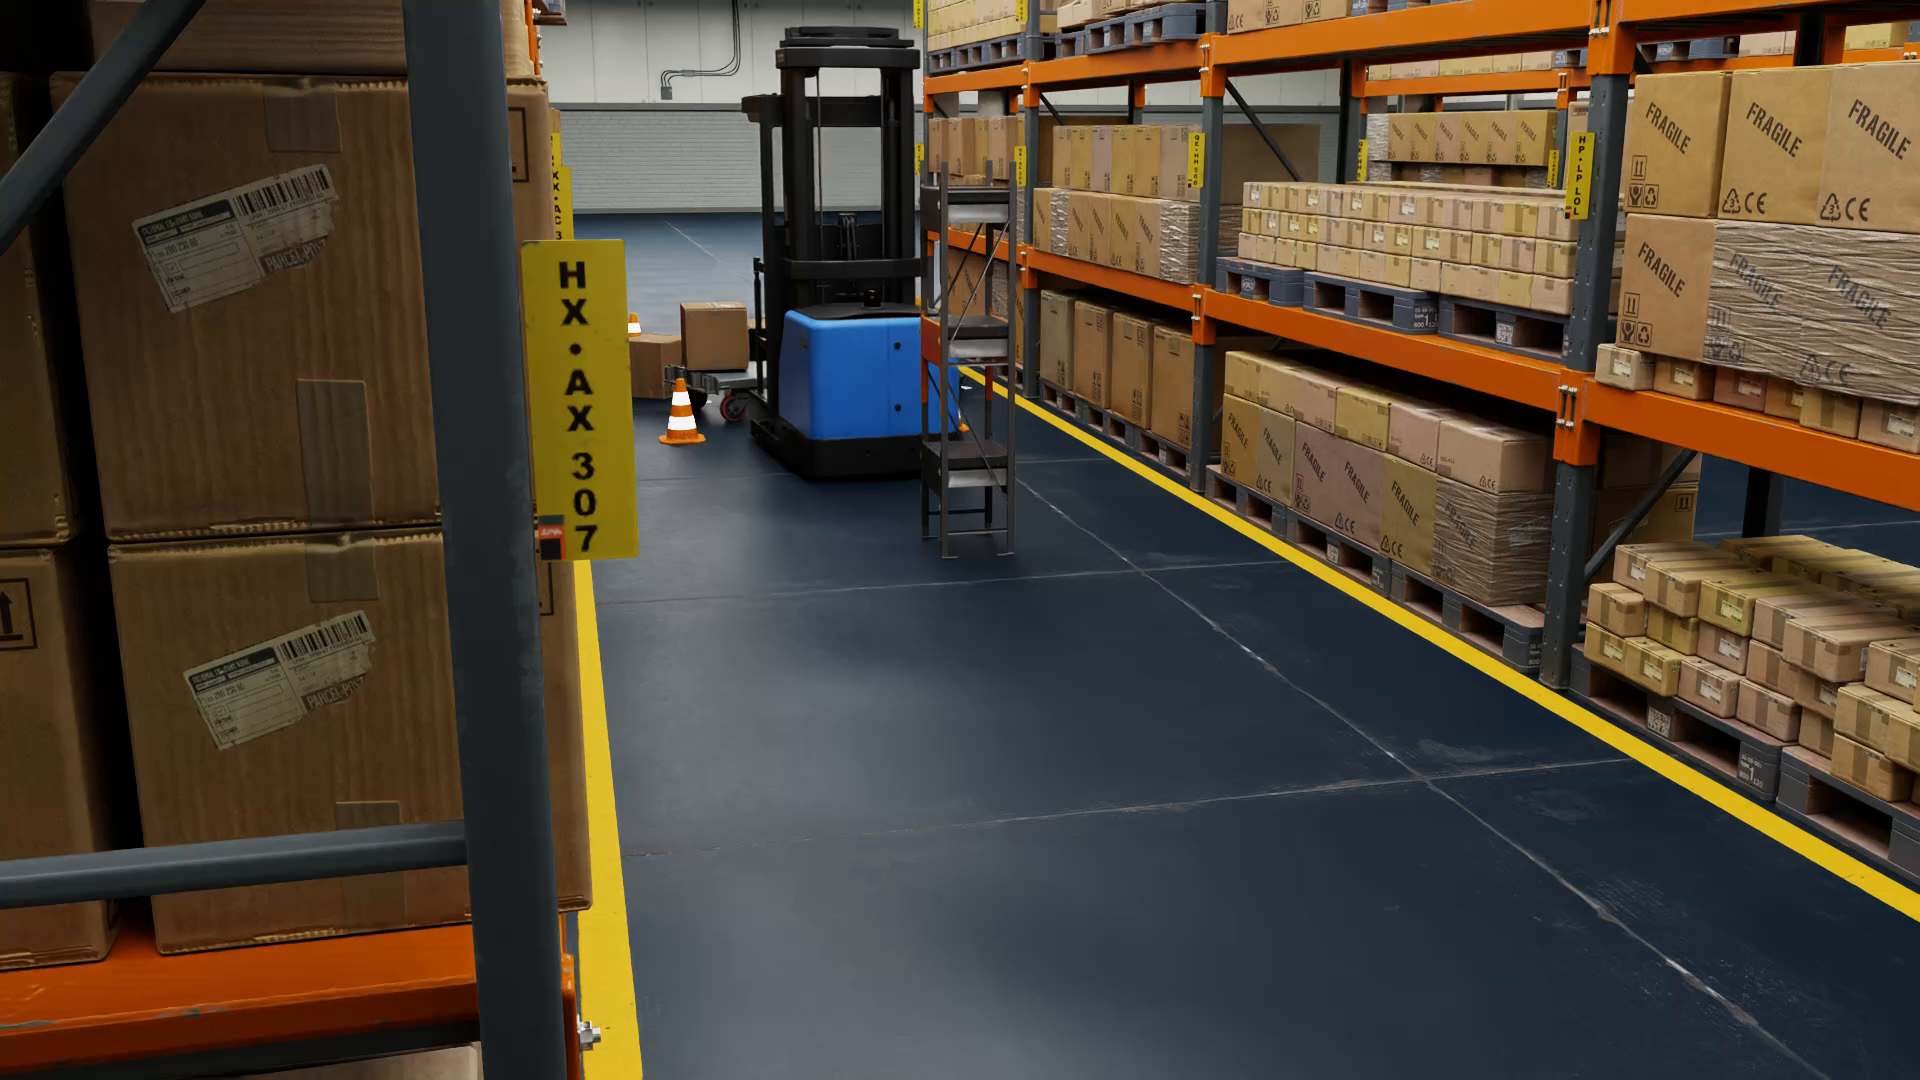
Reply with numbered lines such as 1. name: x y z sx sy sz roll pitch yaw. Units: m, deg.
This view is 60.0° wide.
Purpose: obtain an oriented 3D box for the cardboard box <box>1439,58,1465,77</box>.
1. cardboard box: 5.180 -4.799 16.745 0.500 0.250 0.500 -3 14 -12

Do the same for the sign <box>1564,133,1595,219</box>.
1. sign: 2.386 -1.402 6.407 0.100 0.325 0.005 -3 14 -13

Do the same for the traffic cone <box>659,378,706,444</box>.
1. traffic cone: -2.090 -0.978 12.453 0.336 0.463 0.334 -3 14 -13

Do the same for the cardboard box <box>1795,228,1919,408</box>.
1. cardboard box: 3.003 -0.704 5.152 0.500 0.500 0.500 -4 14 -14

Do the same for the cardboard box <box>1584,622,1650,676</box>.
1. cardboard box: 2.698 0.411 6.546 0.380 0.149 0.250 -4 14 -16

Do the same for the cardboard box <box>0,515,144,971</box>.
1. cardboard box: -1.294 0.205 2.056 0.500 0.500 0.500 -3 14 -13

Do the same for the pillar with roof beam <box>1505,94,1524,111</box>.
1. pillar with roof beam: 10.580 -12.819 42.936 9.100 9.000 0.400 -3 14 -13

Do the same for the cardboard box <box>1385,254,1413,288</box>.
1. cardboard box: 2.330 -1.334 8.213 0.380 0.149 0.250 -3 14 -11

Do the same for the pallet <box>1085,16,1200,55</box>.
1. pallet: 1.517 -3.563 11.769 1.003 0.211 1.213 -3 14 -11

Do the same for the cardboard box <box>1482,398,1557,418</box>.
1. cardboard box: 2.881 -0.533 8.092 0.500 0.250 0.500 -3 14 -12

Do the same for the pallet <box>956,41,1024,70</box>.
1. pallet: 0.581 -4.601 15.807 1.003 0.211 1.213 -3 14 -13

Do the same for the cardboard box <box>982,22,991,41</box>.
1. cardboard box: 0.411 -4.605 15.070 0.380 0.149 0.250 -3 14 -12

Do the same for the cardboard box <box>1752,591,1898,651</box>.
1. cardboard box: 3.002 0.293 5.777 0.380 0.149 0.250 -4 14 -15

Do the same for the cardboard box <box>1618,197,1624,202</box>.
1. cardboard box: 3.150 -1.482 7.565 0.380 0.149 0.250 -3 14 -13

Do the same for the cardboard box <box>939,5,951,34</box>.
1. cardboard box: 0.091 -5.179 16.577 0.500 0.250 0.500 -3 14 -14

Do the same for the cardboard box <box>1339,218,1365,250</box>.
1. cardboard box: 2.208 -1.601 8.678 0.380 0.149 0.250 -3 14 -14

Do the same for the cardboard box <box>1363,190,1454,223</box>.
1. cardboard box: 2.271 -1.687 8.403 0.380 0.149 0.250 -3 14 -14

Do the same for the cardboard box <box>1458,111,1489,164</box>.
1. cardboard box: 5.283 -3.968 16.405 0.500 0.500 0.500 -3 14 -13

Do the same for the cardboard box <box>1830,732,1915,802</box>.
1. cardboard box: 3.042 0.708 5.330 0.380 0.149 0.250 -4 14 -15

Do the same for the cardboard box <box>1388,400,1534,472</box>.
1. cardboard box: 2.396 -0.503 7.966 0.500 0.250 0.500 -3 14 -11

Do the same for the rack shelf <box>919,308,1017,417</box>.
1. rack shelf: 0.039 -0.969 9.025 0.431 0.518 0.480 -3 14 -13

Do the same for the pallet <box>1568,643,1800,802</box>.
1. pallet: 3.117 0.636 6.379 1.003 0.211 1.213 -3 14 -13

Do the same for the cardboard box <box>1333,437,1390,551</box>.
1. cardboard box: 2.270 -0.255 8.532 0.500 0.500 0.500 -4 14 -14

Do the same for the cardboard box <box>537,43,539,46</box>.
1. cardboard box: -3.709 -4.182 13.593 0.500 0.250 0.500 -3 14 -14

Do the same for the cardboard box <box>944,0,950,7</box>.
1. cardboard box: 0.053 -5.345 16.418 0.380 0.149 0.250 -3 14 -13

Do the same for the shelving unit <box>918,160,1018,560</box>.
1. shelving unit: 0.039 -0.982 9.022 0.431 2.100 0.503 -3 14 -13

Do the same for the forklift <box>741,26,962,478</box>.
1. forklift: -0.931 -2.141 12.017 1.130 2.935 3.031 -4 14 -18

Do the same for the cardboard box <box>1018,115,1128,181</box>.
1. cardboard box: 0.993 -3.402 14.439 0.875 0.550 0.550 -3 14 -13

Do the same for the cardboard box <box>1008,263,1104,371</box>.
1. cardboard box: 0.966 -2.038 15.040 0.875 0.875 0.875 -3 14 -12

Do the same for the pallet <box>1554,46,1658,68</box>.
1. pallet: 5.932 -4.188 14.323 1.213 0.211 1.003 -3 14 -13

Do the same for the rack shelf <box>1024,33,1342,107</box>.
1. rack shelf: 1.516 -3.363 12.069 1.077 0.370 4.000 -3 14 -13

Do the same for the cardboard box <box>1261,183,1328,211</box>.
1. cardboard box: 1.971 -1.986 9.627 0.380 0.149 0.250 -4 14 -15

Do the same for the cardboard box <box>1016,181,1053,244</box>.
1. cardboard box: 0.948 -2.874 14.556 0.875 0.550 0.550 -3 14 -13

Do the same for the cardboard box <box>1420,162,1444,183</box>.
1. cardboard box: 5.364 -3.731 17.542 0.875 0.500 0.500 -3 14 -13

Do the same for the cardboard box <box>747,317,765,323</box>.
1. cardboard box: -1.808 -1.864 15.996 0.637 0.503 0.797 10 17 35

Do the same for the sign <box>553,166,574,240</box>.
1. sign: -1.324 -1.063 5.465 0.100 0.325 0.005 -3 14 -13

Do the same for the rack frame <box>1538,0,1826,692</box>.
1. rack frame: 2.925 -0.872 6.674 1.000 3.000 0.127 -3 14 -13

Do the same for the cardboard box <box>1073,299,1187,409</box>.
1. cardboard box: 1.502 -1.467 12.968 1.050 0.750 0.750 -3 14 -13

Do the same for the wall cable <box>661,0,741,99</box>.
1. wall cable: -7.438 -15.618 47.228 2.305 6.003 0.169 -3 14 -13

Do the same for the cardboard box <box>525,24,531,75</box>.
1. cardboard box: -1.061 -0.956 3.337 0.380 0.149 0.250 -4 14 -15

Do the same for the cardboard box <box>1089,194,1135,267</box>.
1. cardboard box: 1.261 -2.280 12.230 0.500 0.500 0.500 -3 14 -12

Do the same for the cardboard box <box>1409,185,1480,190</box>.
1. cardboard box: 2.731 -1.898 9.266 0.380 0.149 0.250 -3 14 -12

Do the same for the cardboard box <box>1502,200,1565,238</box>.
1. cardboard box: 2.577 -1.386 7.172 0.380 0.149 0.250 -4 14 -15

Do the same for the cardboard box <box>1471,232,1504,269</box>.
1. cardboard box: 2.521 -1.297 7.433 0.380 0.149 0.250 -3 14 -11

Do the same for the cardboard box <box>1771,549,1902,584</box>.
1. cardboard box: 3.360 0.145 6.383 0.380 0.149 0.250 -3 14 -12

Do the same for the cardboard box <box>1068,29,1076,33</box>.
1. cardboard box: 1.171 -4.525 14.742 0.380 0.149 0.250 -3 14 -13

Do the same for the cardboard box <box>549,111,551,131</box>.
1. cardboard box: -3.634 -3.210 13.303 0.700 0.500 0.500 -3 14 -14

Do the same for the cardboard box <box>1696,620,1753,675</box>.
1. cardboard box: 2.938 0.374 6.072 0.380 0.149 0.250 -3 14 -14

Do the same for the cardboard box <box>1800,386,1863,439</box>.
1. cardboard box: 2.974 -0.427 5.384 0.380 0.149 0.250 -3 14 -12

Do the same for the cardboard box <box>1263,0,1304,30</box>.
1. cardboard box: 1.985 -3.039 9.013 0.500 0.500 0.500 -3 14 -13

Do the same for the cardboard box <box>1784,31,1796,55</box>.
1. cardboard box: 6.351 -3.641 12.008 0.500 0.250 0.500 -3 14 -13

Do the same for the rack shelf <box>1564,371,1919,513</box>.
1. rack shelf: 3.395 -0.061 4.871 1.077 0.370 4.000 -3 14 -13

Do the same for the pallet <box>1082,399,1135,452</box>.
1. pallet: 1.591 -0.907 12.694 1.003 0.211 1.213 -3 14 -13

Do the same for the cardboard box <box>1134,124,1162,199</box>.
1. cardboard box: 1.647 -2.668 11.708 0.700 0.500 0.500 -4 14 -14

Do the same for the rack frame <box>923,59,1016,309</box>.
1. rack frame: 0.107 -3.640 18.005 1.000 3.000 0.127 -3 14 -13

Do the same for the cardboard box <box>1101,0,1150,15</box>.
1. cardboard box: 1.305 -3.938 11.599 0.500 0.500 0.500 -3 14 -13

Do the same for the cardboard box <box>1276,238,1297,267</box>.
1. cardboard box: 2.021 -1.638 9.455 0.380 0.149 0.250 -3 14 -10

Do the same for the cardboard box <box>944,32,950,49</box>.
1. cardboard box: 0.054 -4.956 16.504 0.380 0.149 0.250 -3 14 -13
